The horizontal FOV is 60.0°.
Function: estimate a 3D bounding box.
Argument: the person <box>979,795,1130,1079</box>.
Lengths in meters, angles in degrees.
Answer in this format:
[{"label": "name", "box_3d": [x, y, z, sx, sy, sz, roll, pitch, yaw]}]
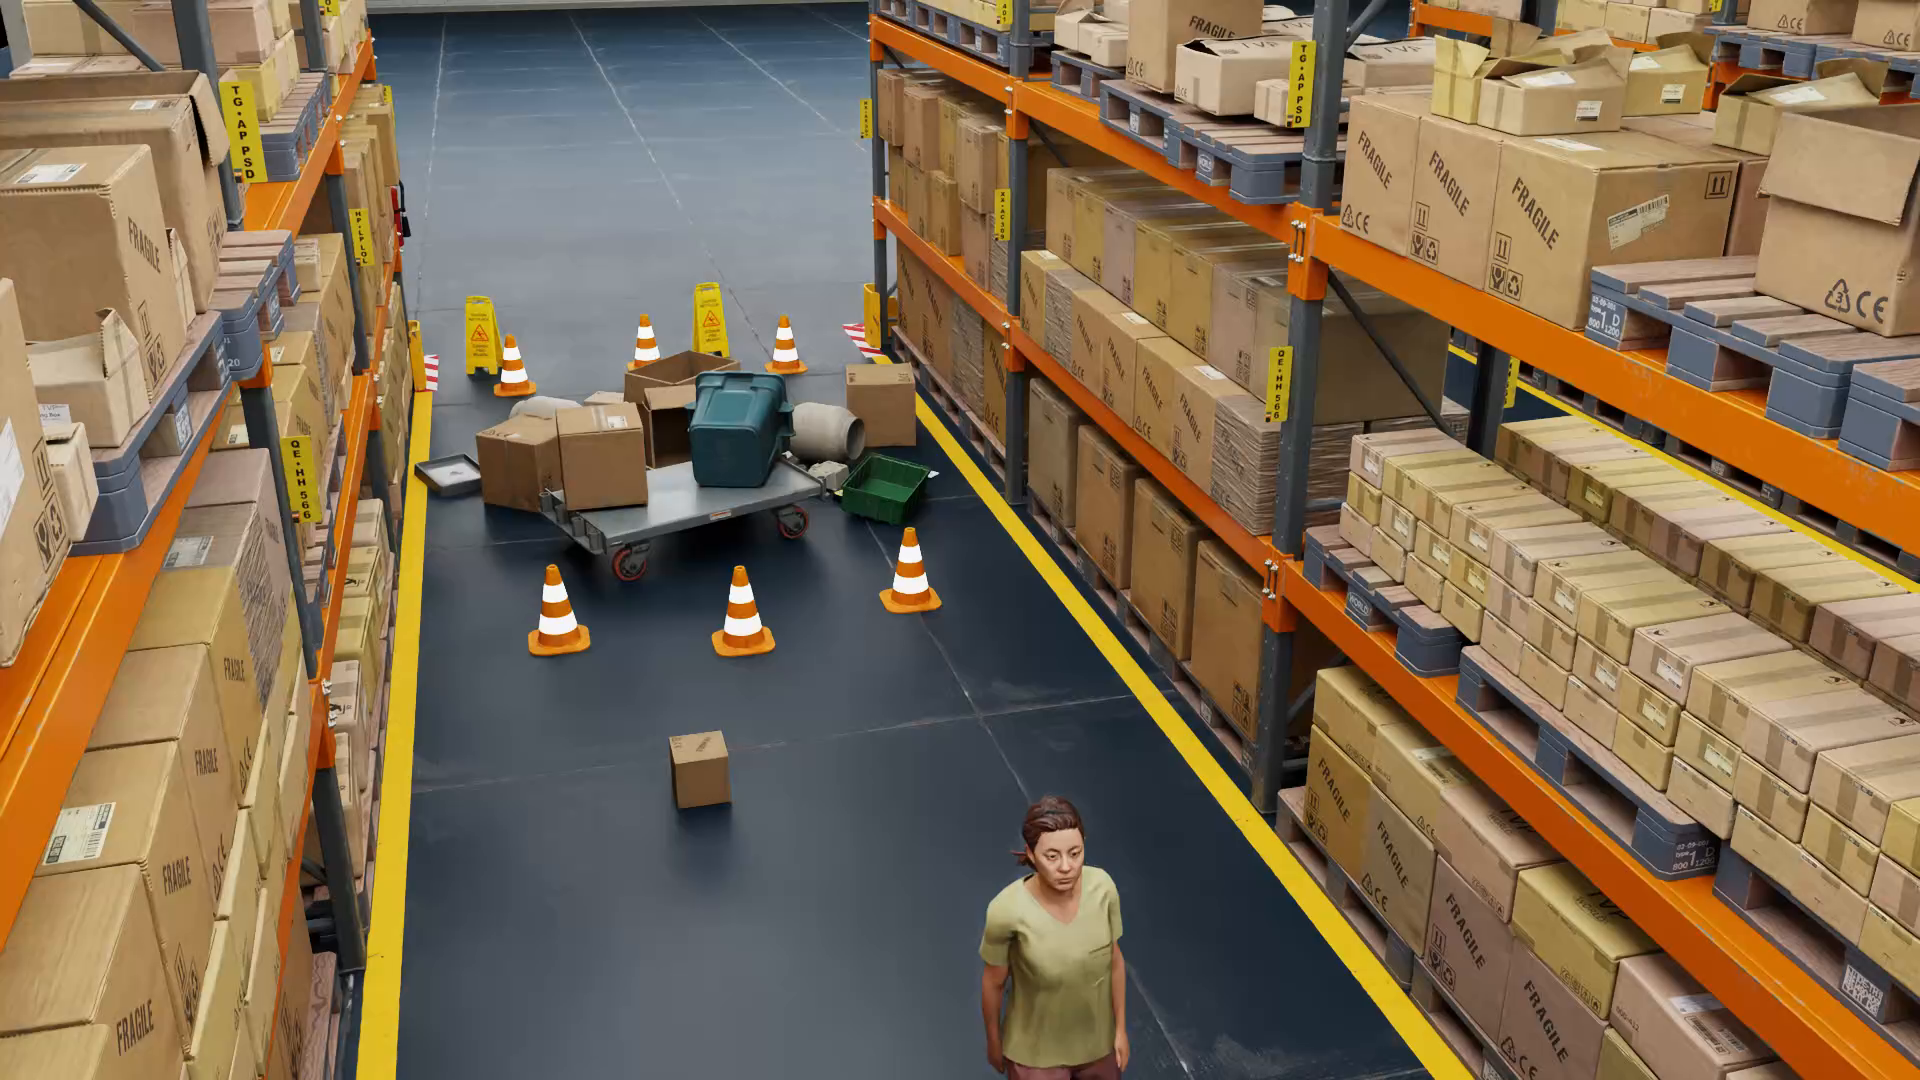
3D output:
[{"label": "person", "box_3d": [0.281, 1.499, 5.041, 0.446, 1.642, 0.784, -9, 25, -21]}]
